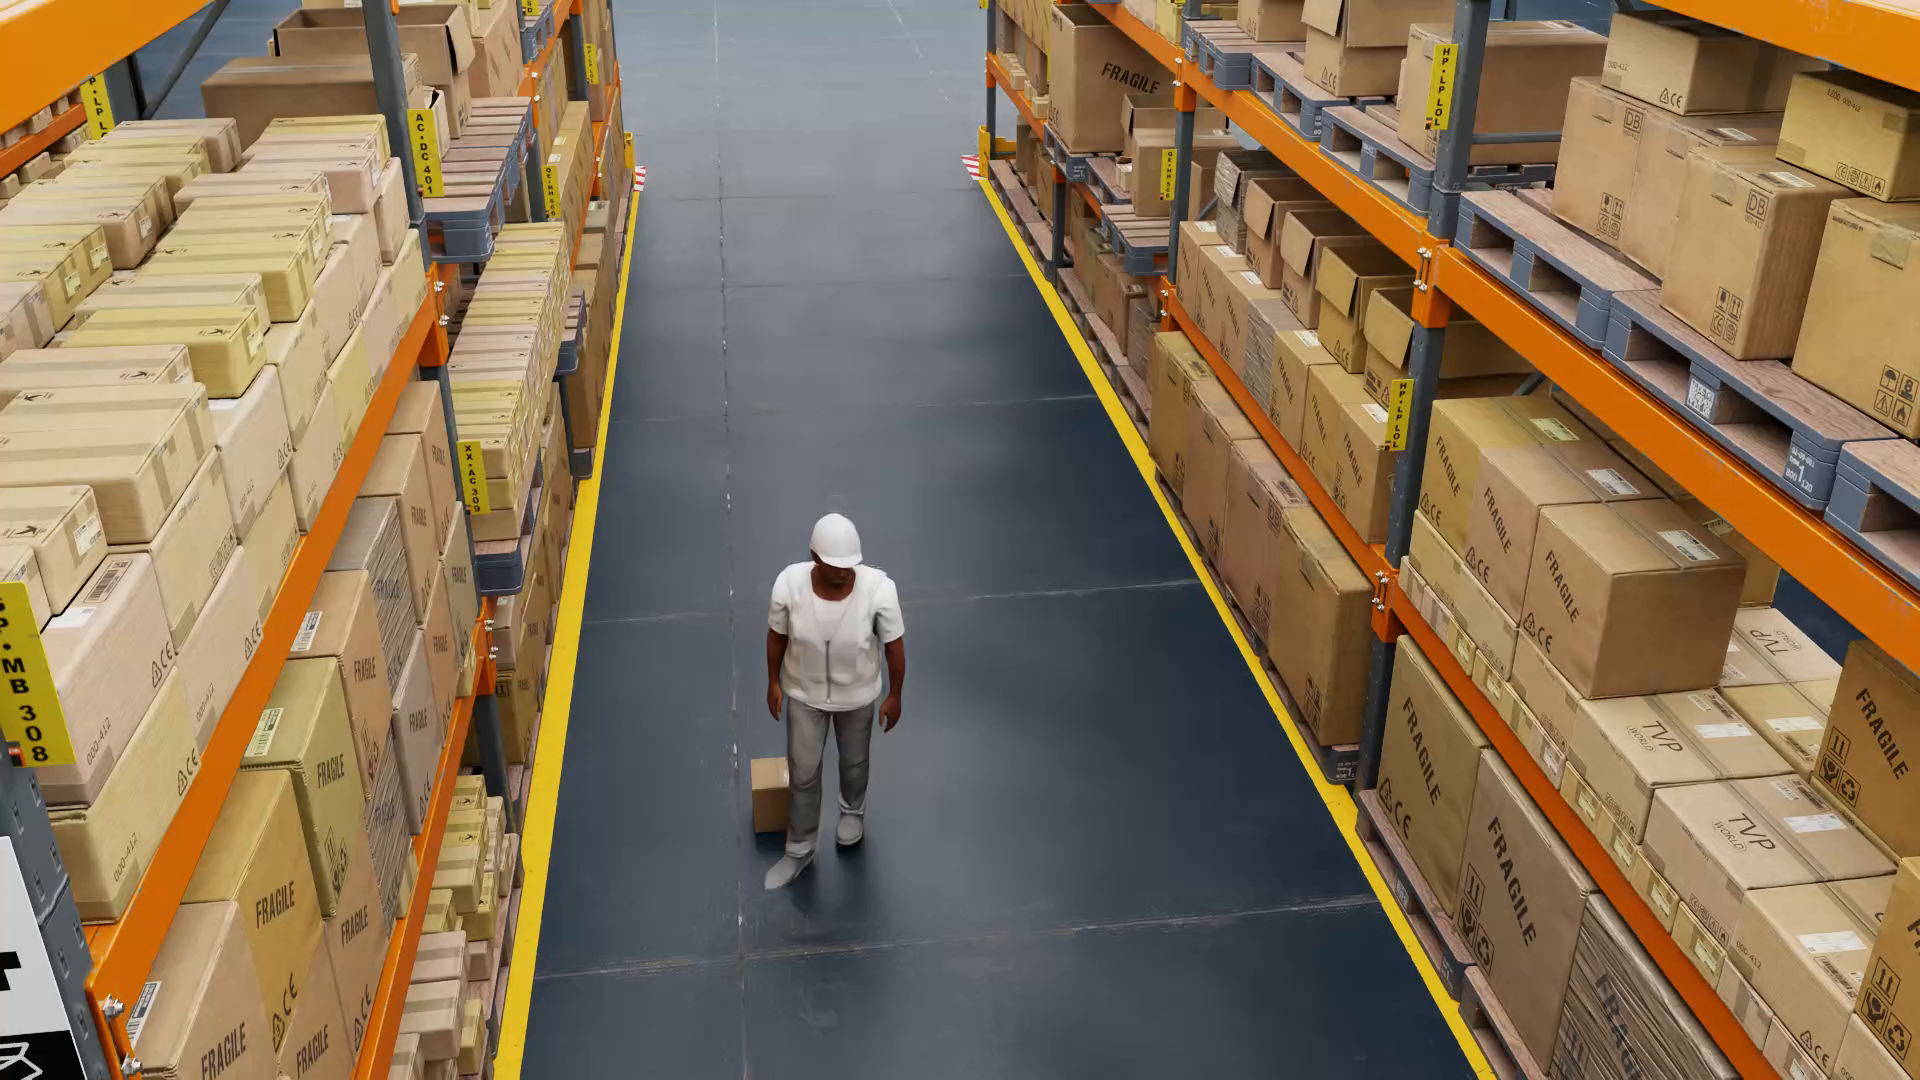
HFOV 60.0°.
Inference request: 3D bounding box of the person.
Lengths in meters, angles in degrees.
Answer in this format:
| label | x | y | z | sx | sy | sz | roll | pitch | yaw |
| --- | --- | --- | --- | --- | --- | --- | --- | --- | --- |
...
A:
| label | x | y | z | sx | sy | sz | roll | pitch | yaw |
| --- | --- | --- | --- | --- | --- | --- | --- | --- | --- |
| person | -0.564 | 0.665 | 7.312 | 0.655 | 1.813 | 0.568 | 0 | 27 | 0 |
